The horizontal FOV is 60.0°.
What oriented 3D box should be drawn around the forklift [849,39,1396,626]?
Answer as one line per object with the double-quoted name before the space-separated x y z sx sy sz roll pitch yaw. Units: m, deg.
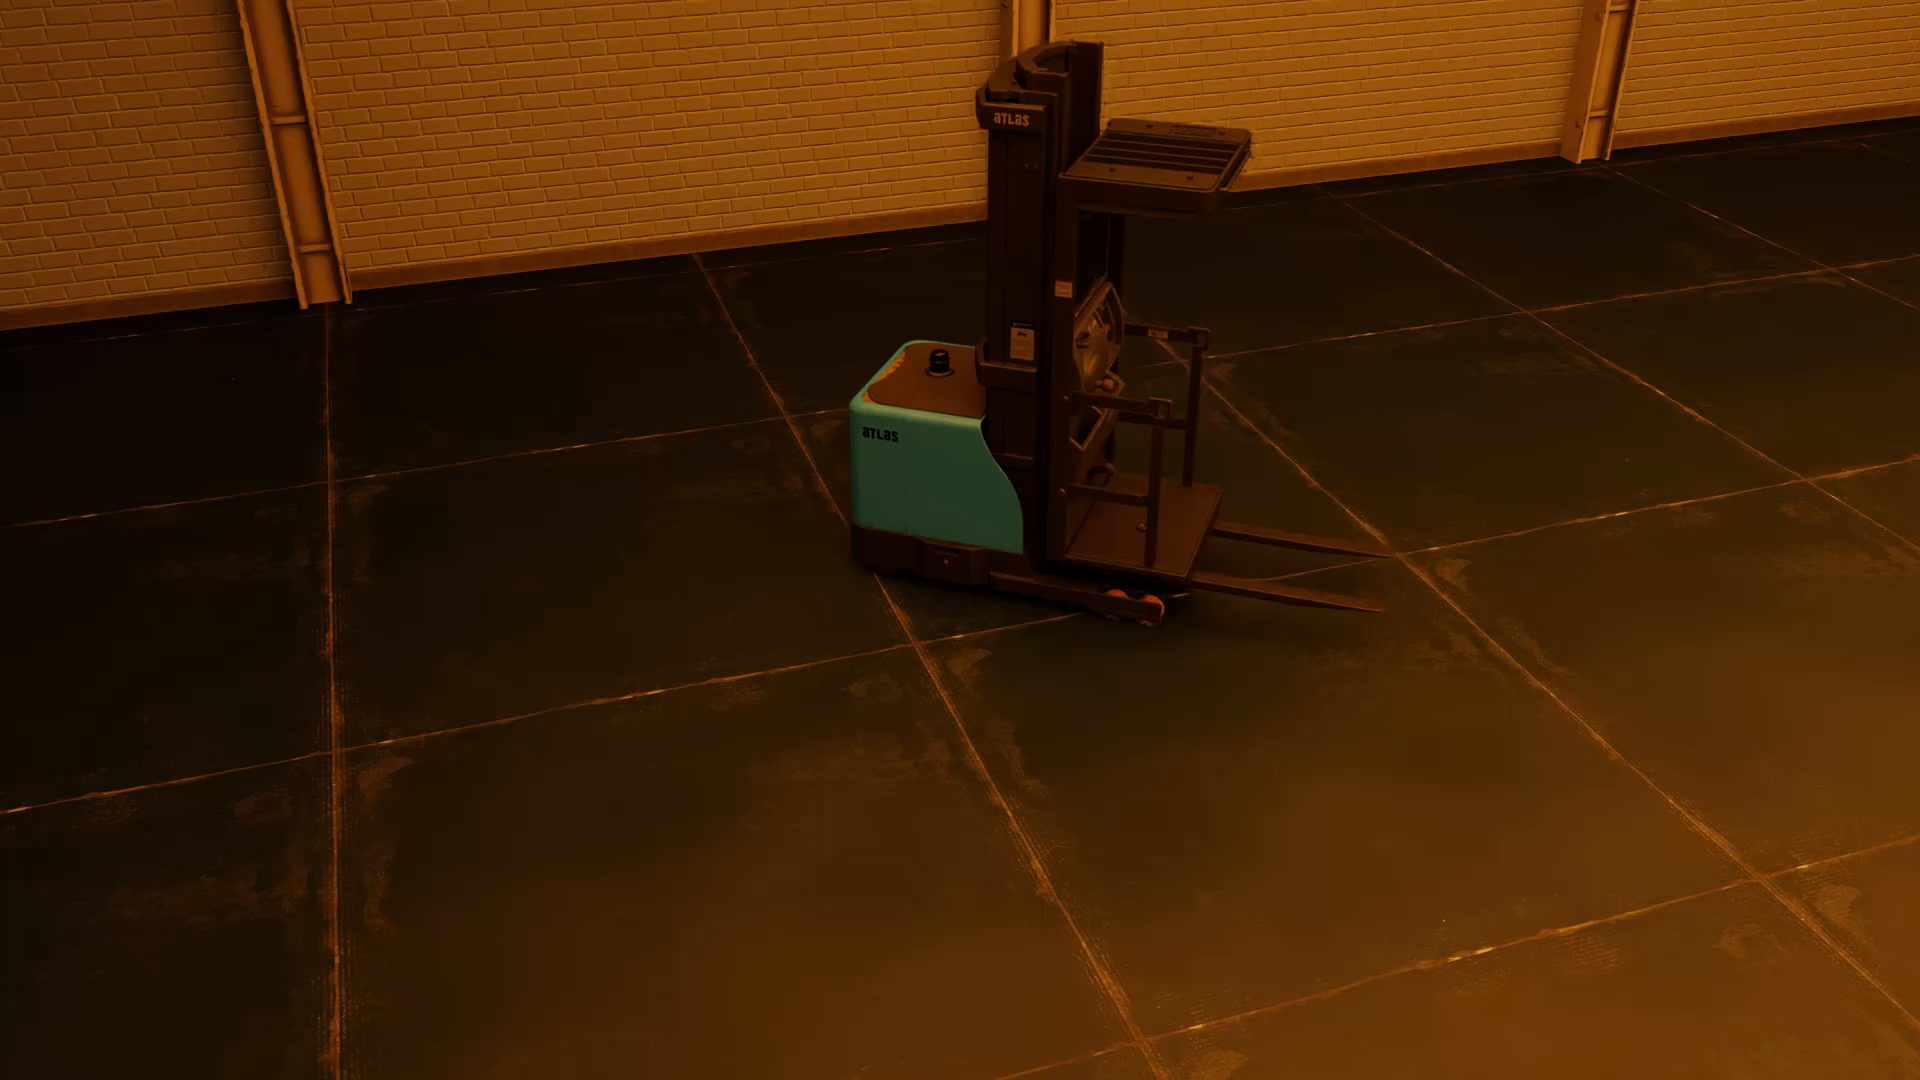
"forklift" 0.940 -1.094 8.988 3.031 2.935 1.130 10 31 16
